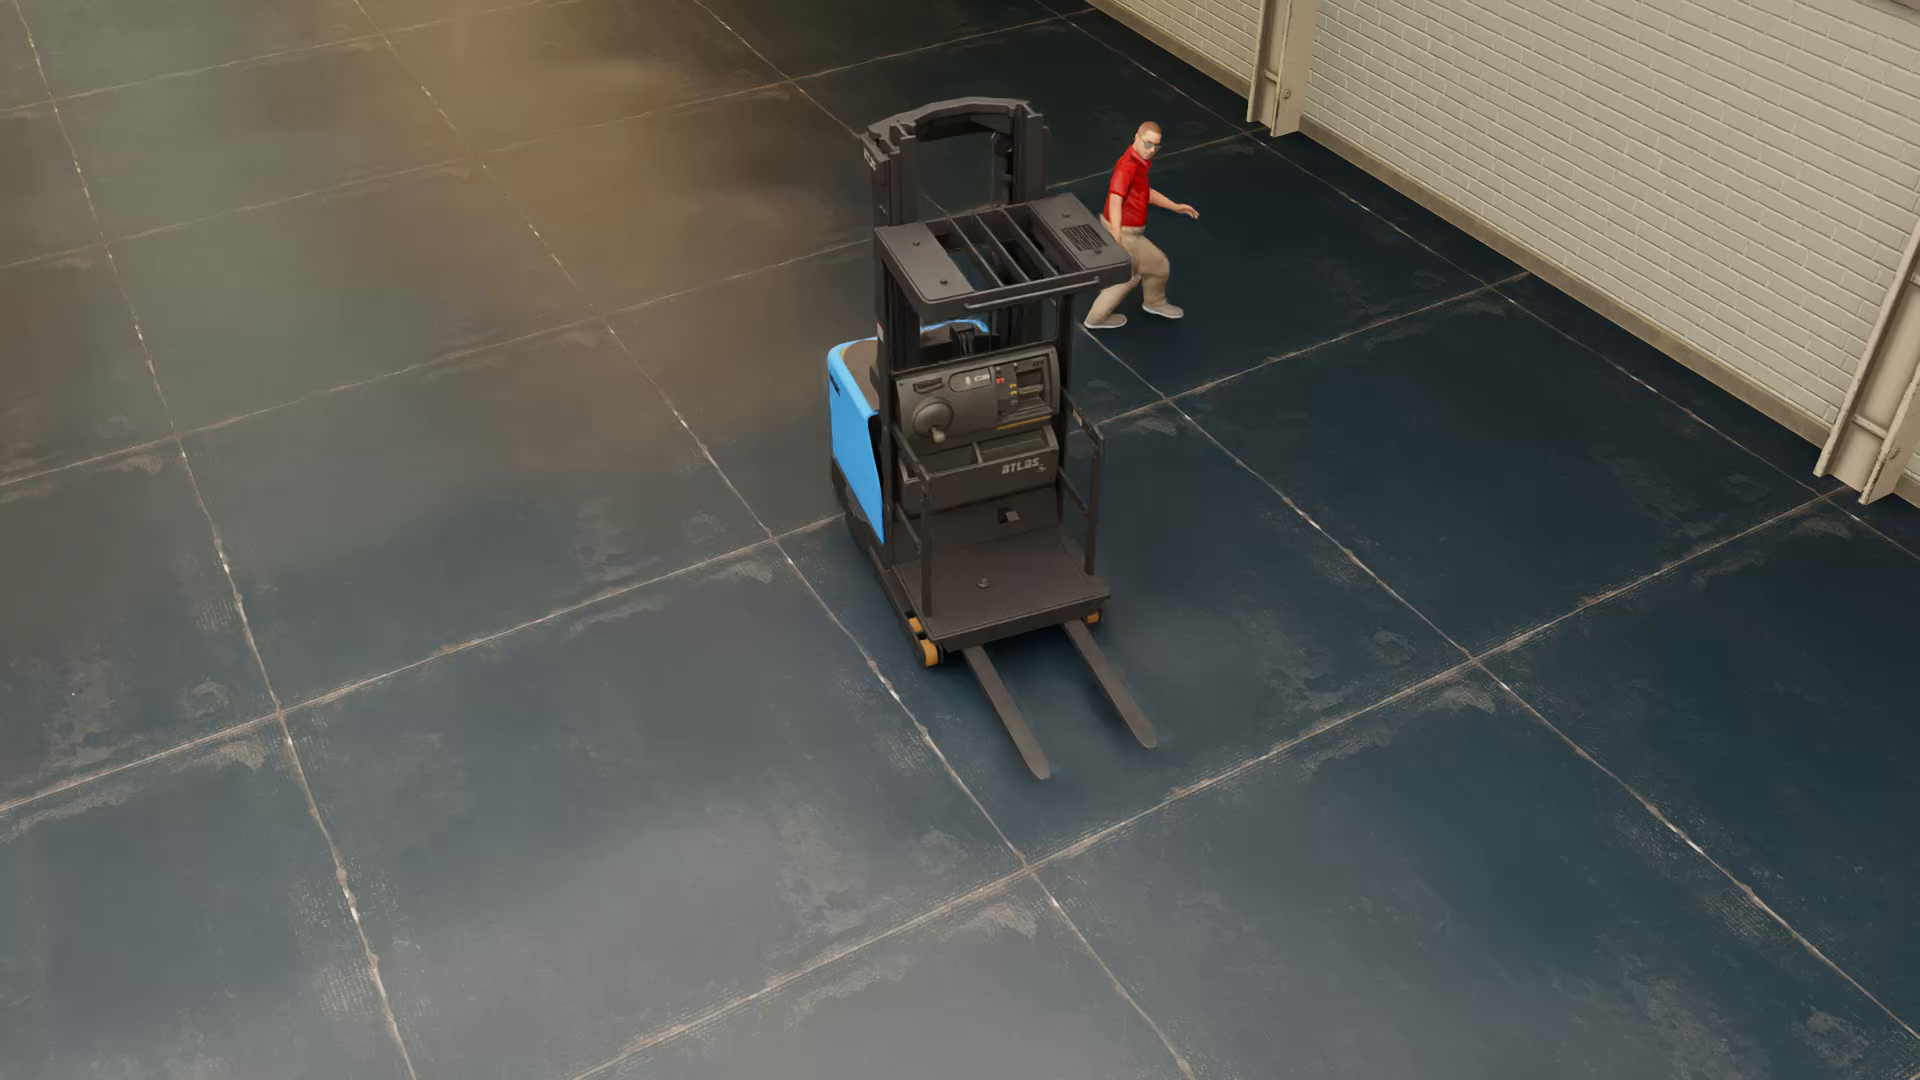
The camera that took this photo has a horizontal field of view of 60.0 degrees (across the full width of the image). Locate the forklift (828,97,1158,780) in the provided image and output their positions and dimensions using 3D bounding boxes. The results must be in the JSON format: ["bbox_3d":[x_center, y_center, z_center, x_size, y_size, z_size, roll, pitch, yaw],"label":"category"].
[{"bbox_3d":[0.183,-0.709,8.891,1.130,2.935,3.031,-14,42,-16],"label":"forklift"}]

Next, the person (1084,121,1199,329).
[{"bbox_3d":[1.319,-2.147,11.708,0.792,1.573,0.777,-8,40,-9],"label":"person"}]
